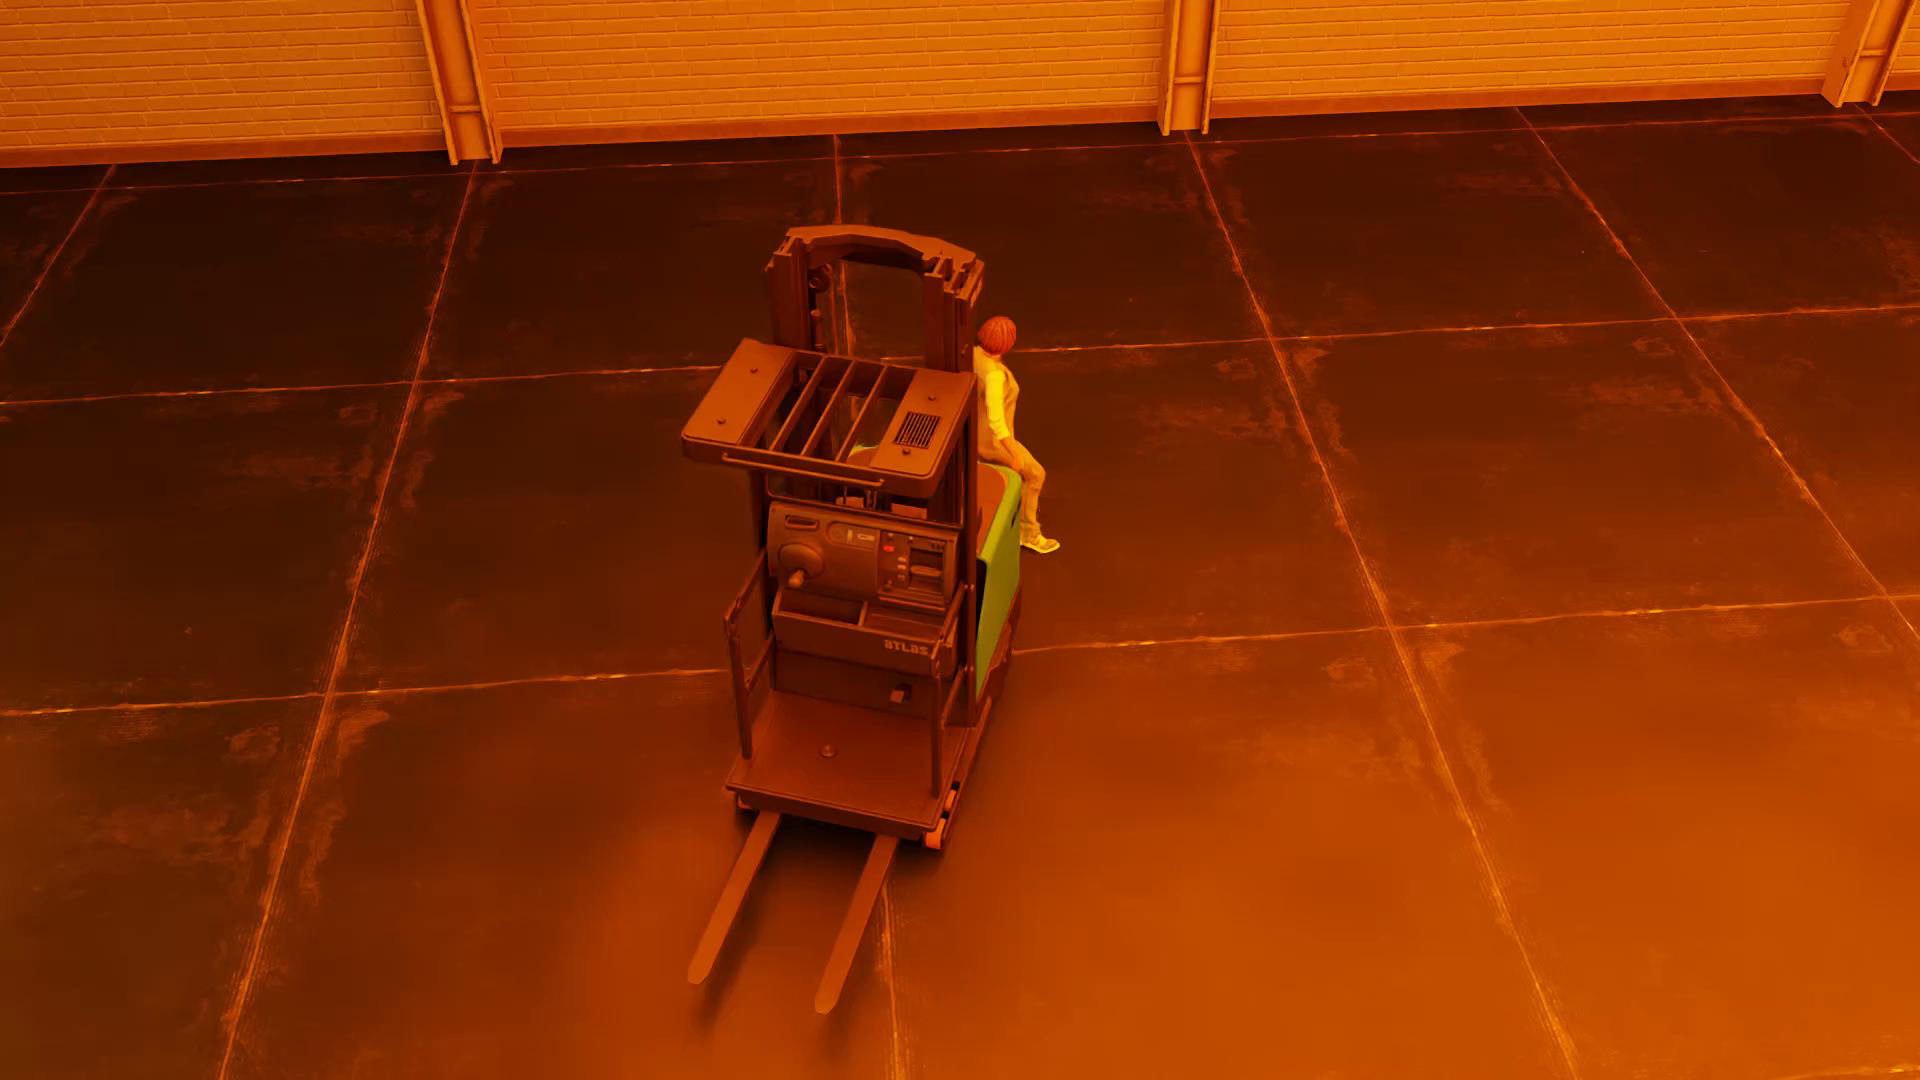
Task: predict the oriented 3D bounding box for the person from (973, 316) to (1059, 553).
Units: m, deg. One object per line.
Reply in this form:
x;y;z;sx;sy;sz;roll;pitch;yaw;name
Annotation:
0.287;-0.631;9.764;0.516;1.543;0.751;-11;42;-12;person

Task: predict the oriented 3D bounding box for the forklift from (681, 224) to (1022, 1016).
-0.523;0.160;7.751;1.130;2.935;3.031;10;42;11;forklift
